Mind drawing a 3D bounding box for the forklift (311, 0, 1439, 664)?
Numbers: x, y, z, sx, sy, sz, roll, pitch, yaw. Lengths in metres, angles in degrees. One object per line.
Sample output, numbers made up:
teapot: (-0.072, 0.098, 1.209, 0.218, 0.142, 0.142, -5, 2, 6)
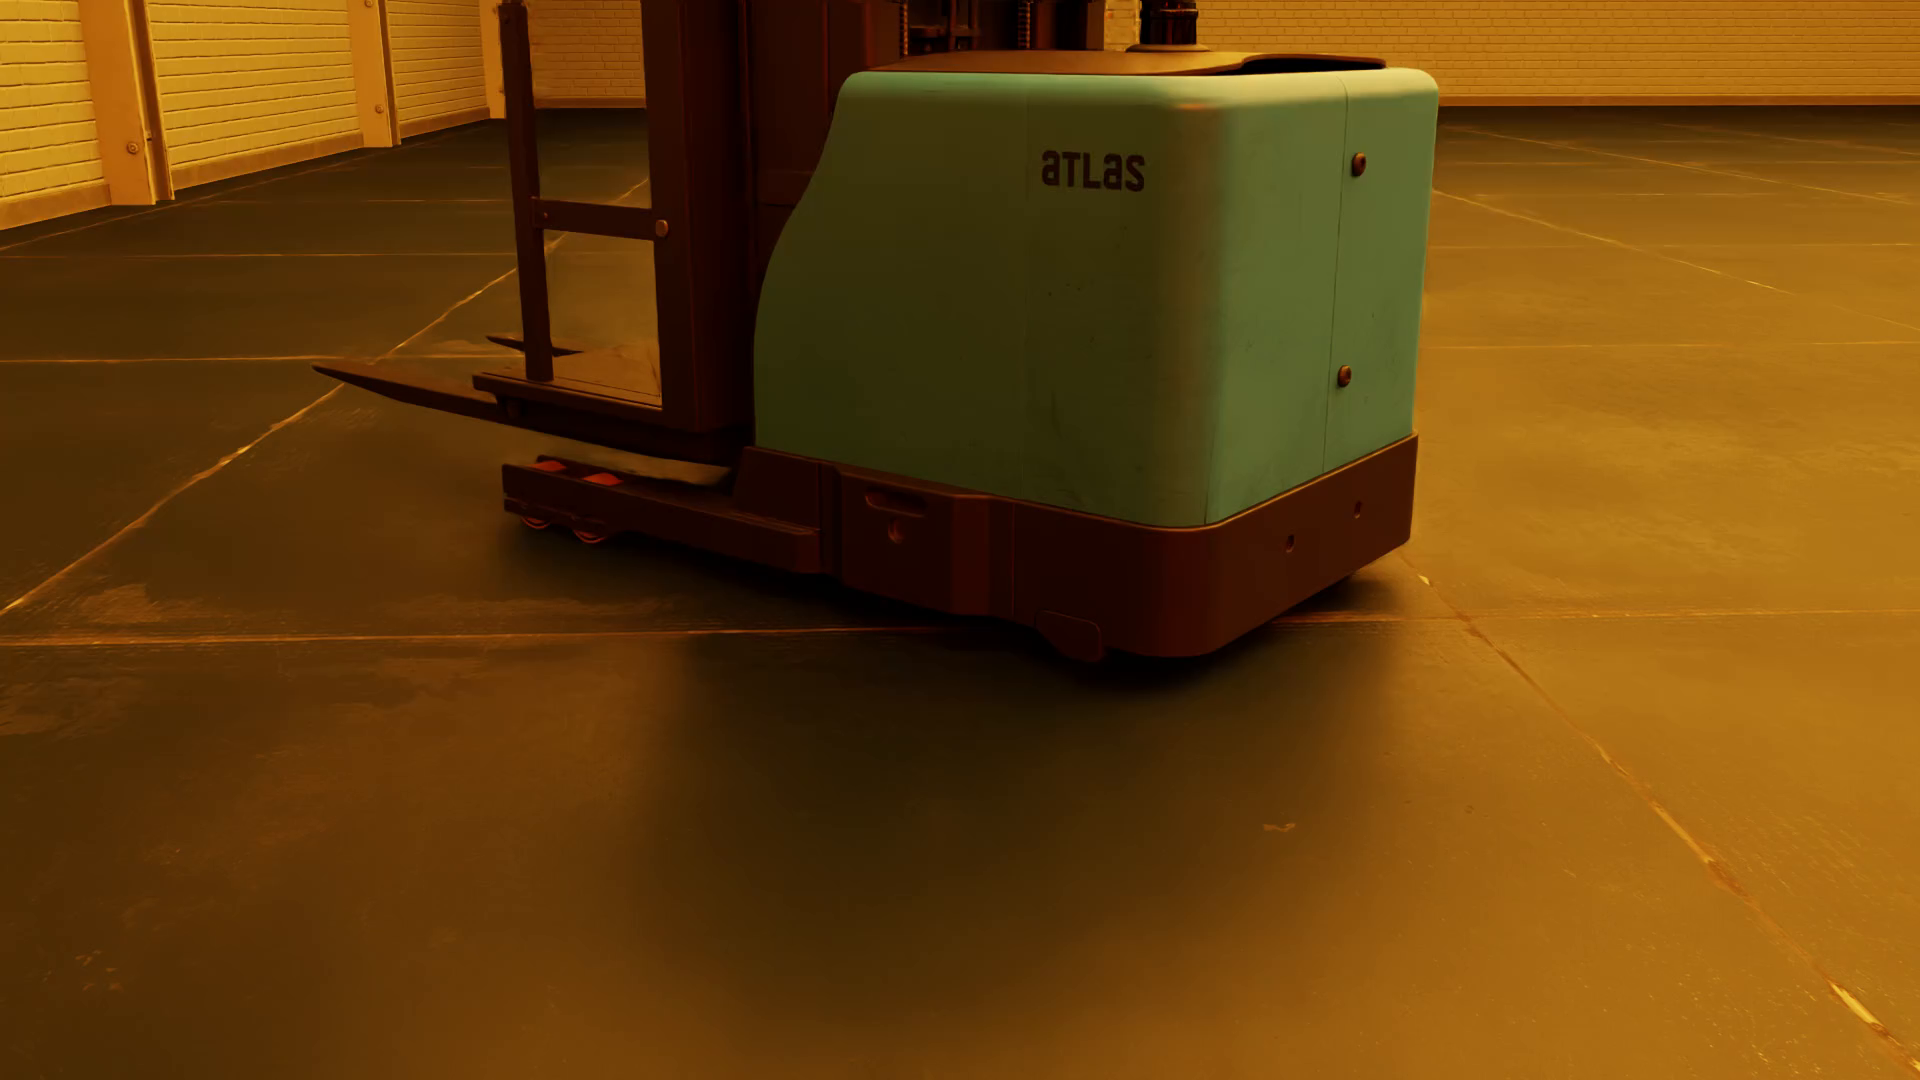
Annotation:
forklift: (-0.476, -1.500, 3.812, 3.031, 2.935, 1.130, 13, 21, 36)
